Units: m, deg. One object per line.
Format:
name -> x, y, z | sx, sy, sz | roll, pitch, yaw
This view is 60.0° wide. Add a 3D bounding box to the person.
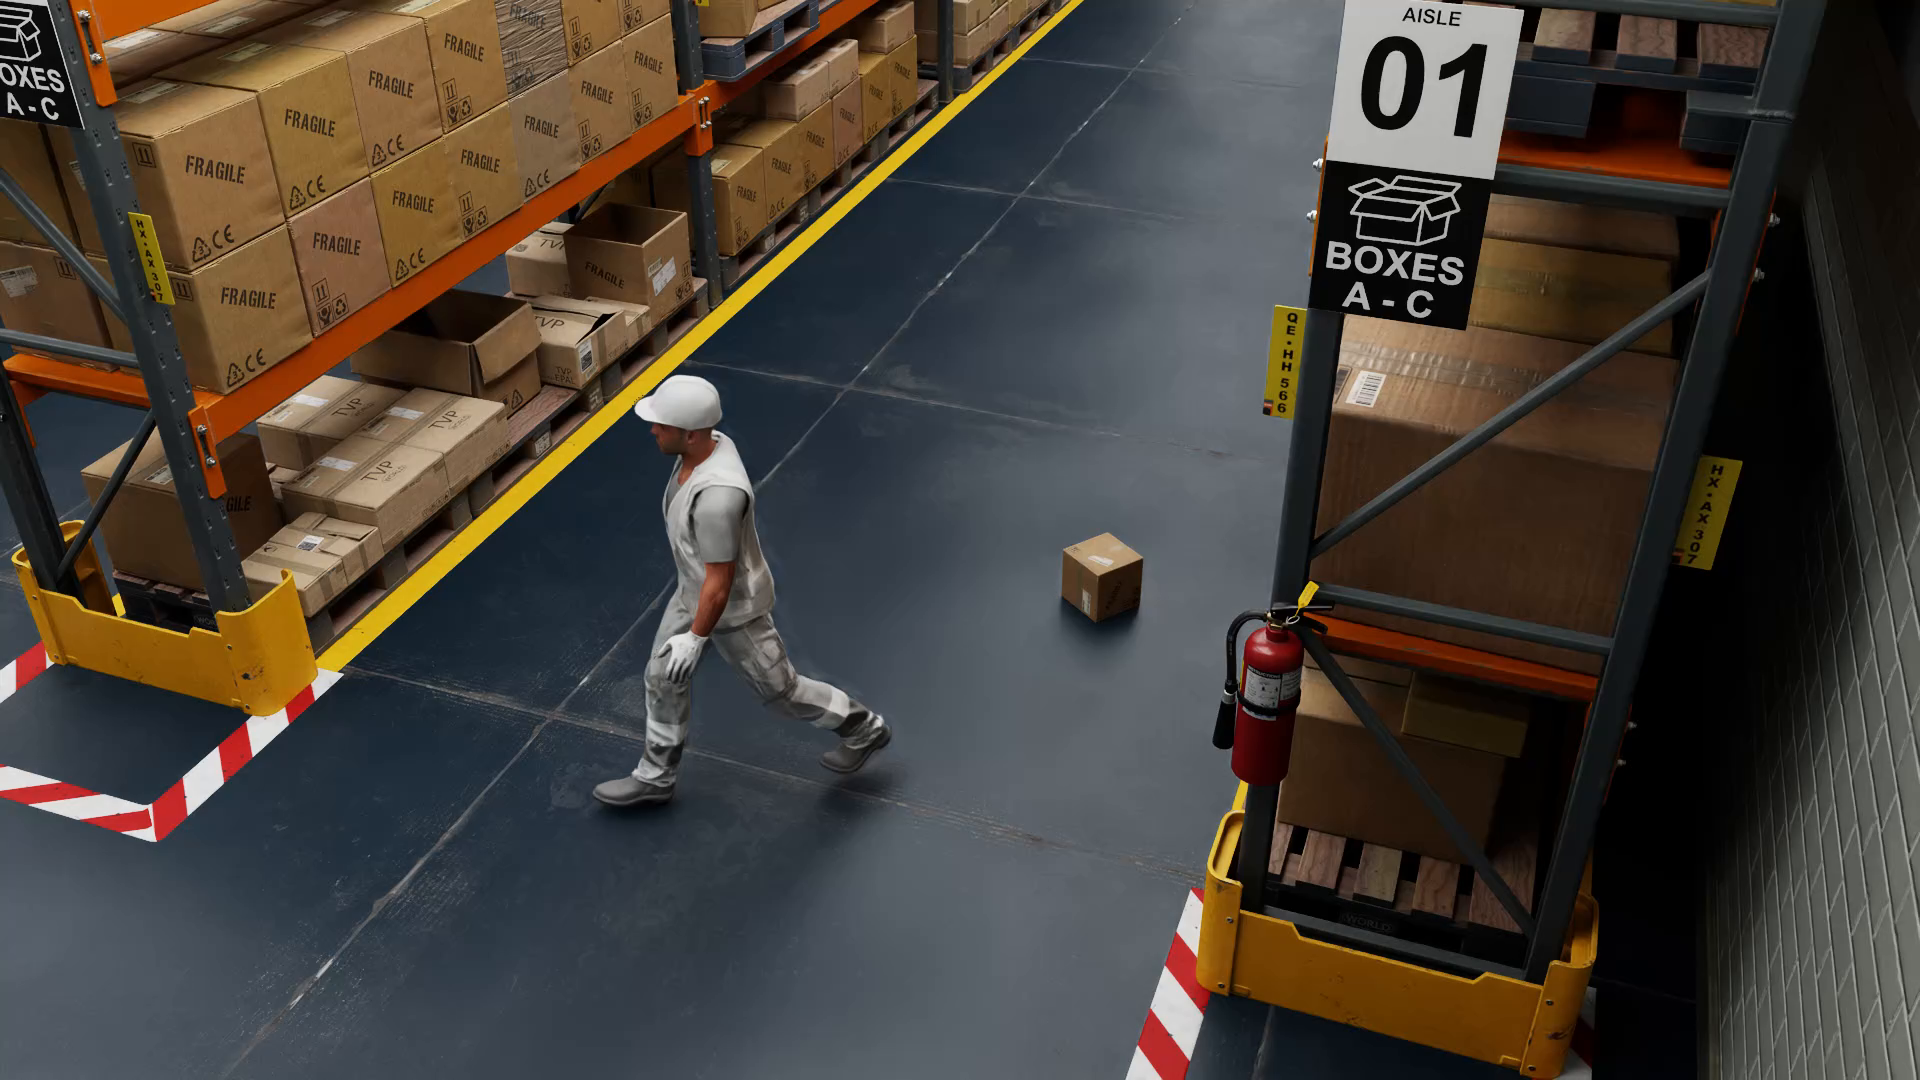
person -> -0.809, 0.202, 5.815 | 1.110, 1.735, 0.541 | -13, 35, -19
